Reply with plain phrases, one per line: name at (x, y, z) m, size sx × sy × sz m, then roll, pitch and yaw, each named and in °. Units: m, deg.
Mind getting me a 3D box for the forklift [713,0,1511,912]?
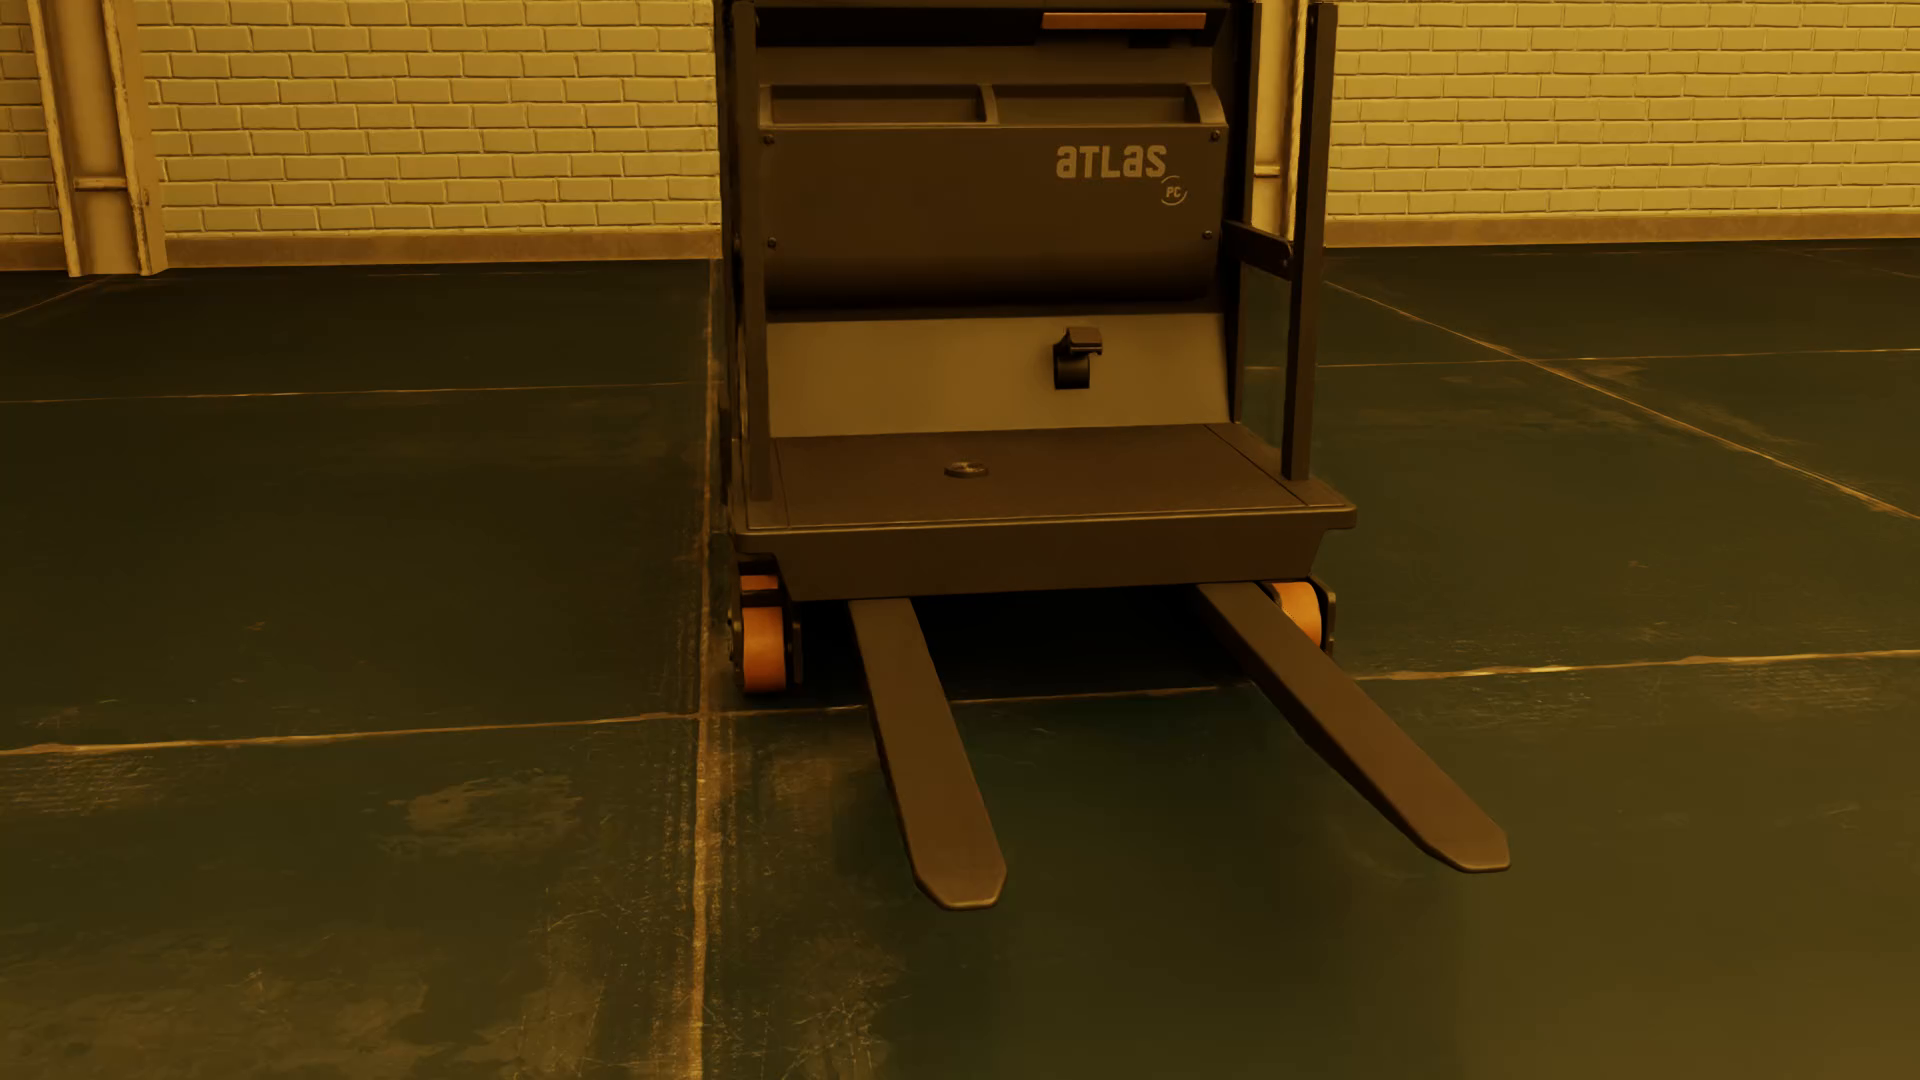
forklift at (0.095, -1.229, 2.965) m, size 1.130 × 2.935 × 3.031 m, roll -2°, pitch 17°, yaw -8°
